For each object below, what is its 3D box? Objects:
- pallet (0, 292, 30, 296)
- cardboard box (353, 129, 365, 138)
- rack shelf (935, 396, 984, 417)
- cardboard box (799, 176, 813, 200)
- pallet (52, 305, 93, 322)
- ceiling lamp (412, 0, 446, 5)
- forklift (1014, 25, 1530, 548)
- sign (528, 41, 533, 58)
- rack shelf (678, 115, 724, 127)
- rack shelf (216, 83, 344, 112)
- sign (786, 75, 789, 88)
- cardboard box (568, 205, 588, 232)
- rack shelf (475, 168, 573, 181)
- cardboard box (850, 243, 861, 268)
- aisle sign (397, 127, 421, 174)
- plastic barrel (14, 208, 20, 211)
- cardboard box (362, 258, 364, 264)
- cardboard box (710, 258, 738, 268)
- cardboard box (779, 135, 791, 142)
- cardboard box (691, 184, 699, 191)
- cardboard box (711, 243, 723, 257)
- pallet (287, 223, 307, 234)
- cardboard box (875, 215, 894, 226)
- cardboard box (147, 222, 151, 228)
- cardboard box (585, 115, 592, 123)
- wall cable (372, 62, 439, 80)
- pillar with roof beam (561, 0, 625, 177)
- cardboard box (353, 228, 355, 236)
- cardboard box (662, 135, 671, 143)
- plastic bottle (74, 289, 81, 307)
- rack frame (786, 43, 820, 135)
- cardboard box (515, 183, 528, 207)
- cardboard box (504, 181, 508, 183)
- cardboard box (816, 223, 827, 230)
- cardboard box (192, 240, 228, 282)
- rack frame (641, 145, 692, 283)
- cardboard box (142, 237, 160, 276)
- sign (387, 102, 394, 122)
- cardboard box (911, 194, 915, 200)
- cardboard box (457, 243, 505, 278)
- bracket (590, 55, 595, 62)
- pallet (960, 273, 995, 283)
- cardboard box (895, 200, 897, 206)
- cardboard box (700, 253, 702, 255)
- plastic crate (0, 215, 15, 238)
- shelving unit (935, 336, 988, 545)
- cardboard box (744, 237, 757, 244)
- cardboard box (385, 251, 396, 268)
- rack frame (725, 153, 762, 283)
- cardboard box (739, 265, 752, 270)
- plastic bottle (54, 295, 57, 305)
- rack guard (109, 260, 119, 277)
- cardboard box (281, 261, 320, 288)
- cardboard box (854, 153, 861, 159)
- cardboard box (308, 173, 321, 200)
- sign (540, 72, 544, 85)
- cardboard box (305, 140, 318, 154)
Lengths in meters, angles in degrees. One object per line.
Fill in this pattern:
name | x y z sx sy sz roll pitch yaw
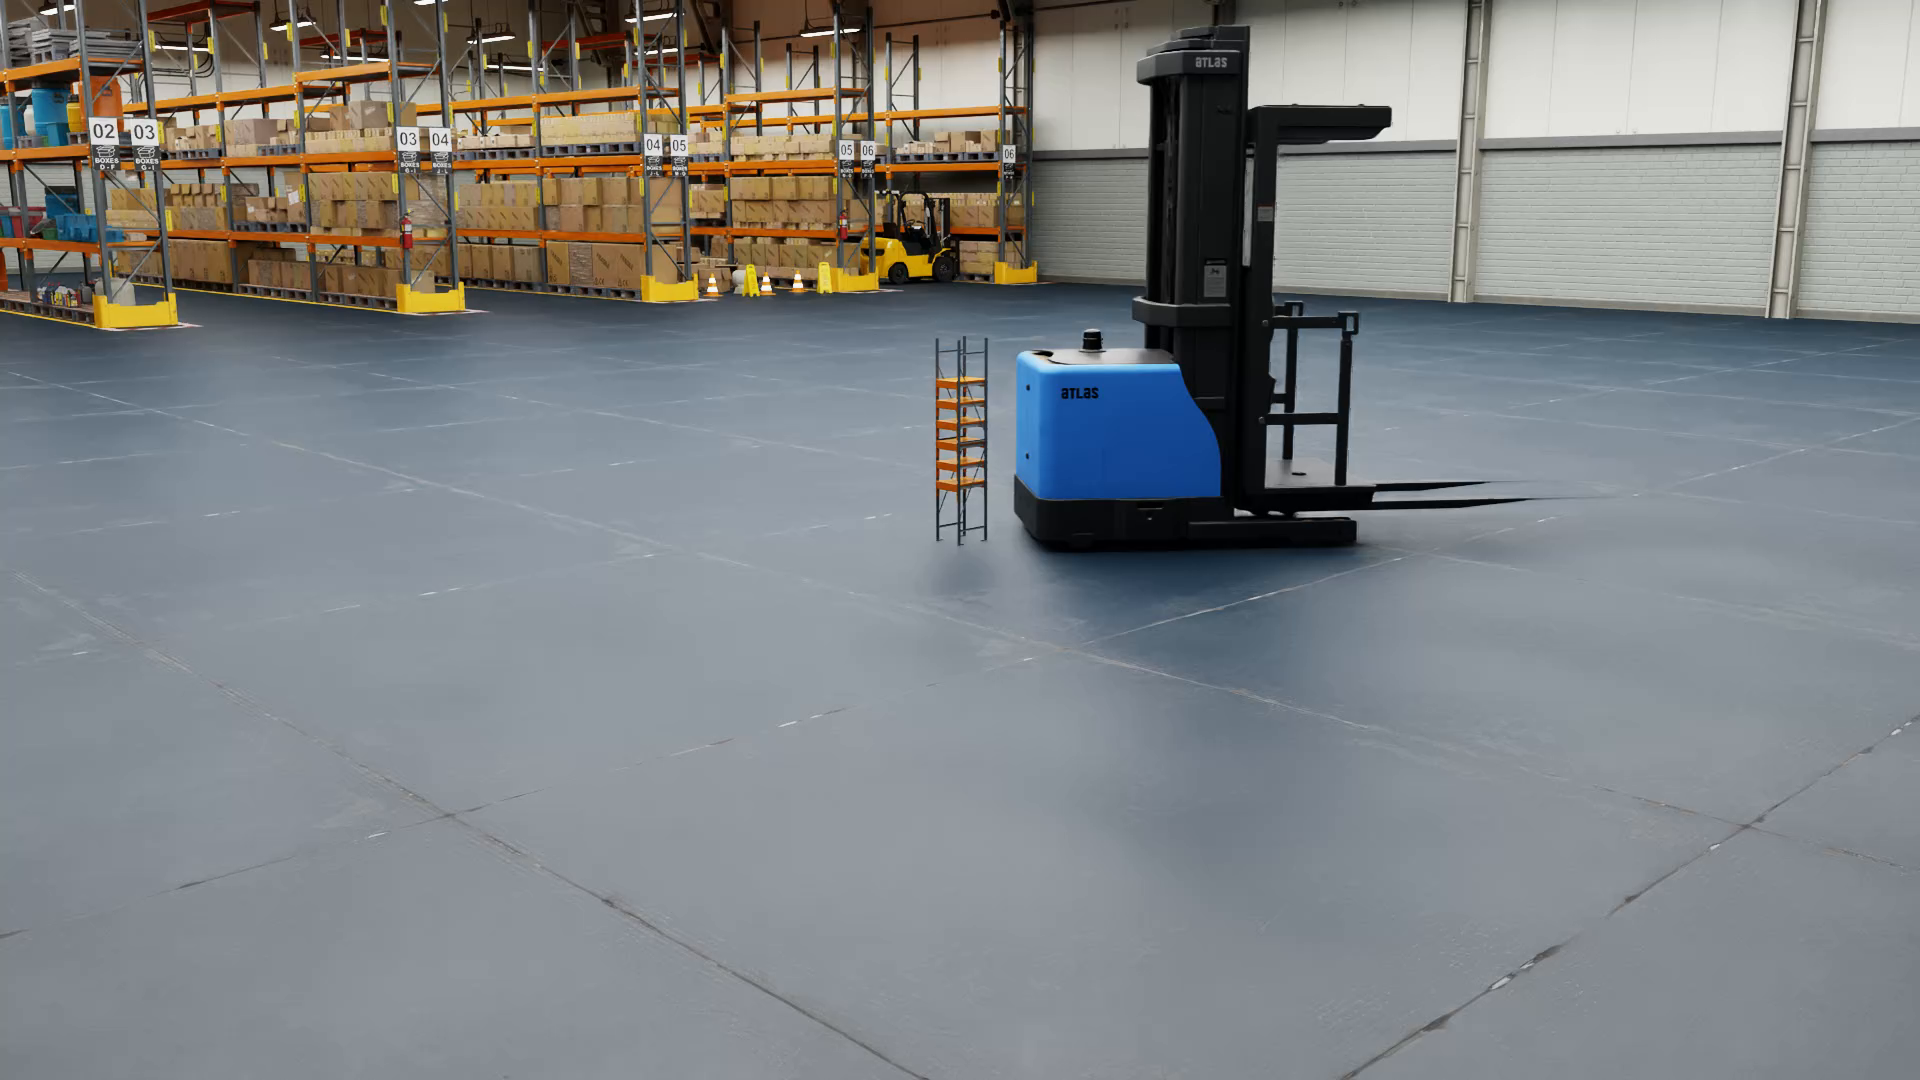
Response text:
pallet | -18.033 -4.561 31.526 1.003 0.211 1.213 -11 16 -43
cardboard box | -10.743 -7.347 30.087 0.250 0.149 0.380 11 16 42
rack shelf | 0.010 -0.777 9.741 0.258 0.103 0.180 -11 16 -43
cardboard box | -3.120 -7.752 36.642 0.700 0.500 0.500 -11 16 -42
pallet | -14.497 -3.814 27.899 1.003 0.211 1.213 -11 16 -43
ceiling lamp | -10.109 -12.313 32.911 0.800 3.185 2.000 -11 16 -43
forklift | 1.891 -1.496 9.907 3.031 2.935 1.130 -1 12 -7
sign | -8.922 -10.185 34.536 0.100 0.325 0.005 -11 16 -43
rack shelf | -8.346 -12.269 48.950 1.077 0.370 4.000 -11 16 -43
rack shelf | -13.576 -8.834 33.261 1.077 0.370 4.000 -11 16 -43
sign | -4.588 -12.166 44.151 0.100 0.325 0.005 -11 16 -43
cardboard box | -7.590 -6.677 34.515 0.875 0.550 0.550 -11 16 -43
rack shelf | -11.933 -10.109 45.893 1.077 0.370 4.000 -11 16 -43
cardboard box | -2.339 -7.456 43.513 0.875 0.625 0.625 -11 16 -43
aisle sign | -9.607 -6.790 28.994 0.394 0.787 0.004 -11 16 -43
plastic barrel | -17.384 -5.918 30.926 0.421 0.512 0.421 0 12 0
cardboard box | -14.904 -7.027 41.871 0.250 0.149 0.380 11 16 43
cardboard box | -5.391 -6.527 39.632 0.950 0.372 0.625 -11 16 -42
cardboard box | -3.796 -8.913 36.951 0.380 0.149 0.250 -10 16 -41
cardboard box | -6.201 -8.422 39.723 0.250 0.149 0.380 11 16 43
cardboard box | -6.793 -8.272 47.781 0.500 0.500 0.500 -10 15 -40
pallet | -12.617 -6.189 32.995 1.003 0.211 1.213 -11 16 -43
cardboard box | -1.977 -8.188 42.594 0.500 0.250 0.500 -10 16 -41
cardboard box | -18.522 -7.270 38.387 0.380 0.149 0.250 -11 16 -44
cardboard box | -7.307 -8.460 33.465 0.380 0.149 0.250 -11 16 -42
wall cable | -16.901 -13.117 51.280 2.355 3.000 0.029 -11 16 -43
pillar with roof beam | -14.051 -12.834 49.902 9.100 9.000 0.548 -11 16 -43
cardboard box | -11.013 -5.708 30.806 0.380 0.149 0.250 -11 16 -43
cardboard box | -5.780 -7.940 32.916 0.380 0.149 0.250 -11 16 -42
plastic bottle | -14.678 -4.025 27.656 0.061 0.283 0.133 -11 16 -43
rack frame | -4.202 -11.747 44.627 1.000 3.000 0.127 -11 16 -43
cardboard box | -9.242 -7.513 36.219 0.700 0.500 0.500 -11 16 -43
cardboard box | -12.384 -9.858 45.996 0.380 0.149 0.250 -11 16 -42
cardboard box | -2.933 -6.872 36.456 0.380 0.149 0.250 -11 16 -43
cardboard box | -16.029 -6.135 36.481 1.225 0.875 0.875 -11 16 -42
rack frame | -5.775 -6.244 32.786 1.000 3.000 0.127 -11 16 -43
cardboard box | -18.739 -6.723 39.334 0.875 0.875 0.875 -11 16 -43
sign | -9.848 -7.396 28.750 0.100 0.325 0.005 -11 16 -43
cardboard box | -1.006 -8.588 41.568 0.380 0.149 0.250 -11 16 -44
cardboard box | -10.945 -6.414 38.145 1.050 0.750 0.750 -11 16 -43
bracket | -11.480 -15.208 52.505 0.235 0.232 0.430 -11 16 -43
pallet | 0.764 -6.381 40.360 1.003 0.211 1.213 -11 16 -43
cardboard box | -1.410 -8.508 41.920 0.380 0.149 0.250 -11 16 -43
cardboard box | -7.808 -8.351 48.749 0.396 0.266 0.258 -10 15 -41
plastic crate | -16.764 -5.571 29.559 0.392 0.384 0.575 -11 16 -43
shelving unit | 0.010 -0.586 9.780 0.258 1.200 0.189 -11 16 -43
cardboard box | -4.772 -6.926 38.403 0.380 0.149 0.250 -11 16 -42
cardboard box | -13.744 -6.832 40.794 0.500 0.500 0.500 -10 15 -40
rack frame | -5.027 -7.533 39.039 1.000 3.000 0.127 -11 16 -43
cardboard box | -4.815 -6.268 38.674 0.500 0.250 0.500 11 16 43
plastic bottle | -15.211 -4.059 28.022 0.097 0.201 0.097 0 12 0
rack guard | -20.498 -6.682 41.106 1.175 0.500 0.348 -11 16 -43
cardboard box | -13.306 -5.389 33.740 0.500 0.500 0.700 10 15 40
cardboard box | -2.259 -8.389 36.383 0.380 0.149 0.250 -11 16 -42
cardboard box | -12.068 -6.735 31.705 0.500 0.500 0.500 -11 16 -43
sign | -10.970 -12.100 43.633 0.100 0.325 0.005 -11 16 -43
cardboard box | -12.069 -7.446 31.557 0.500 0.250 0.500 11 16 43
